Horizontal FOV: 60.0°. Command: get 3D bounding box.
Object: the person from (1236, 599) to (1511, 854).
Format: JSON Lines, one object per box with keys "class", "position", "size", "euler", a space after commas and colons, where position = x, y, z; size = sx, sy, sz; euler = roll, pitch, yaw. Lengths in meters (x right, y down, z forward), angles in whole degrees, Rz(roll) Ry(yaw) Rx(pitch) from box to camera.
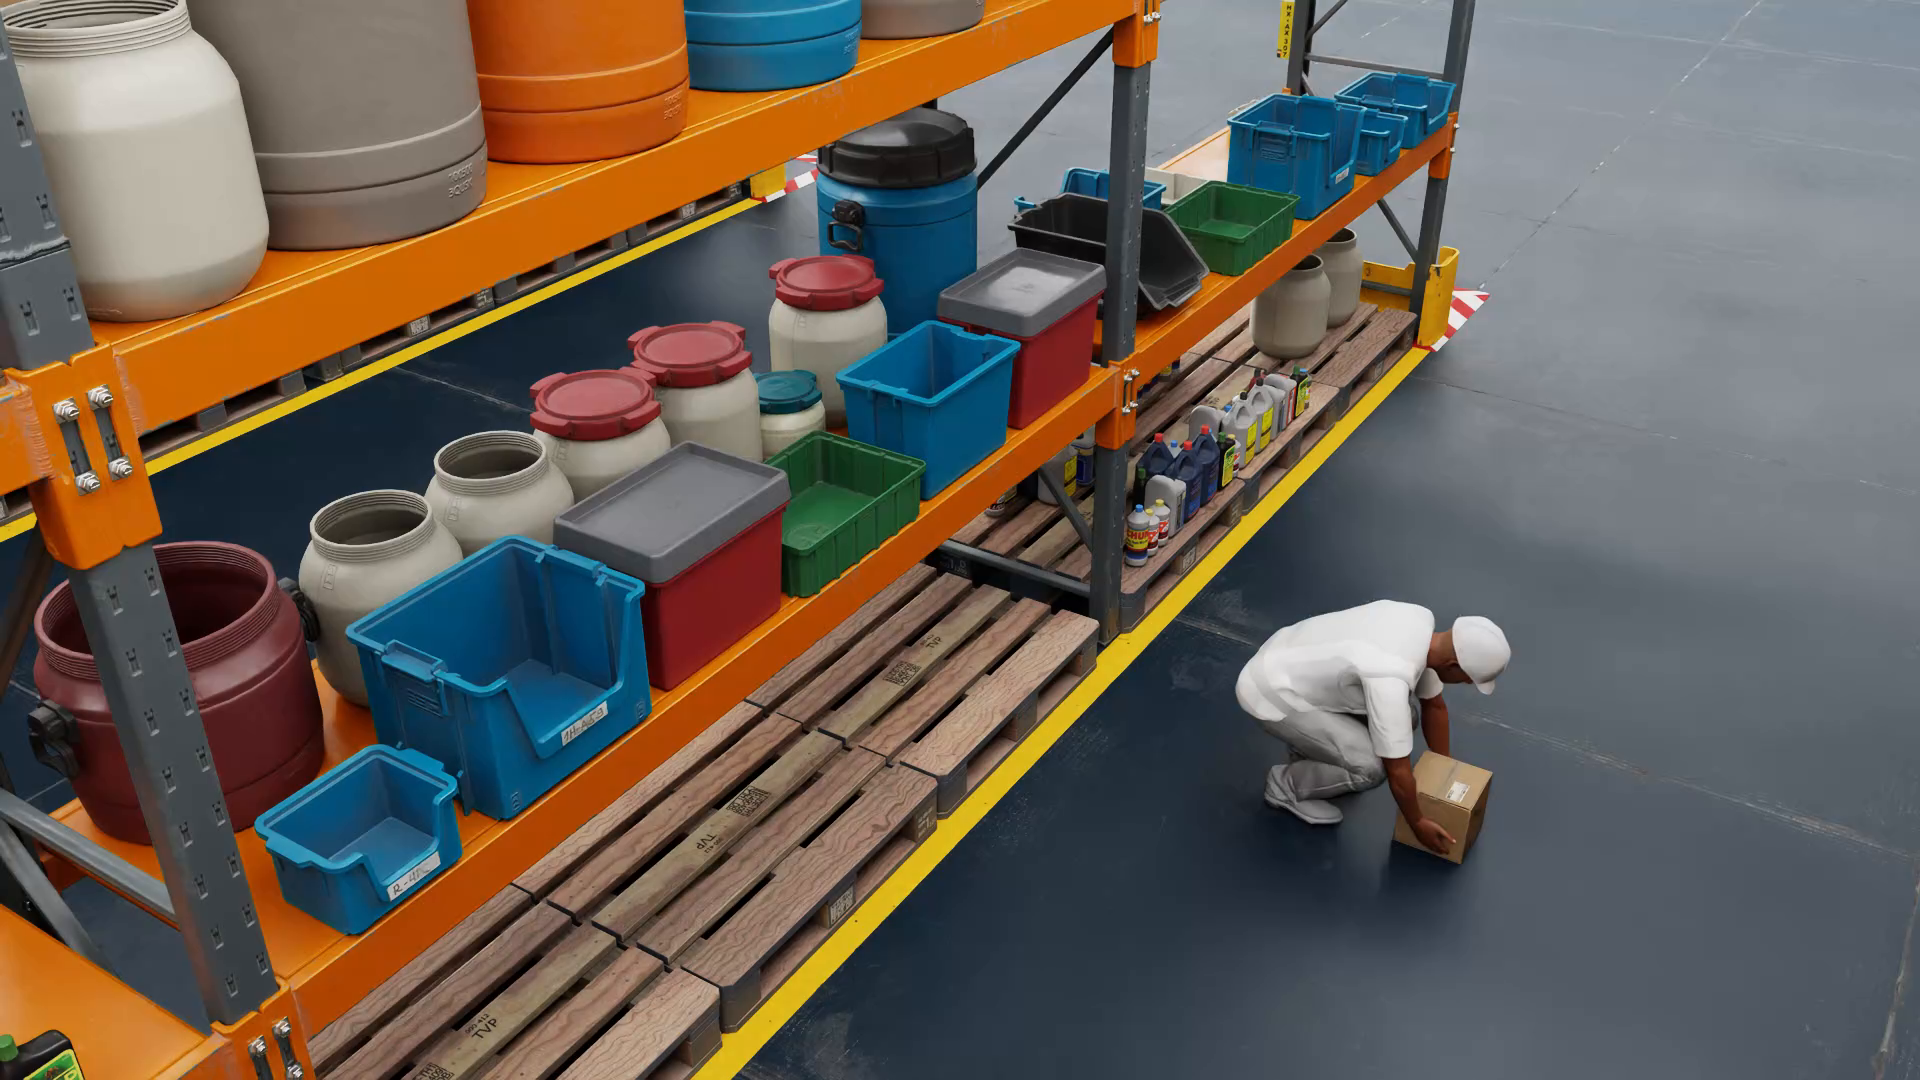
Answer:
{"class": "person", "position": [1.467, 0.579, 5.988], "size": [0.896, 0.894, 0.566], "euler": [18, 35, 27]}
